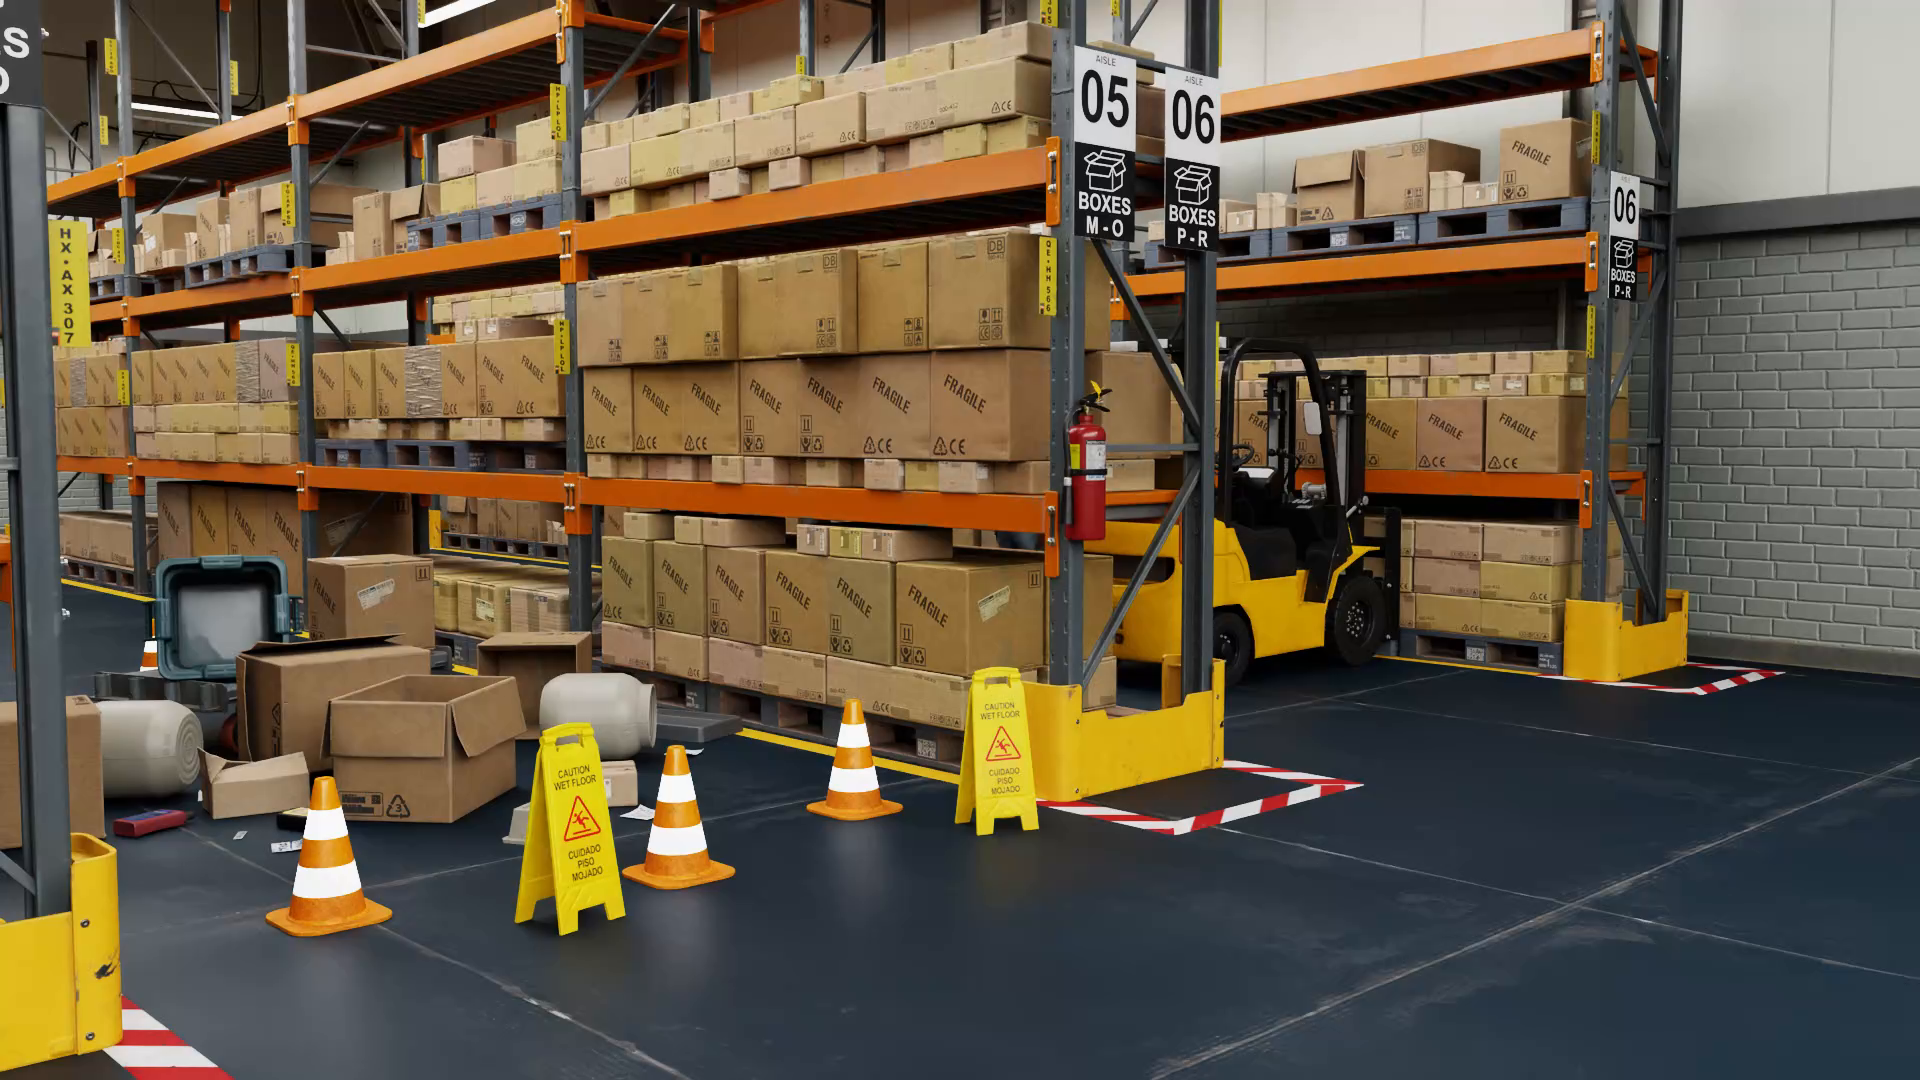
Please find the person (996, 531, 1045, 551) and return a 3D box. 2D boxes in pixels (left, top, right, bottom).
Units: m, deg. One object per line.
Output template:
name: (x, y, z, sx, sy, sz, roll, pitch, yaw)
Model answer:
person: (0.420, -0.089, 11.970, 0.373, 1.757, 0.569, -4, 5, -43)
